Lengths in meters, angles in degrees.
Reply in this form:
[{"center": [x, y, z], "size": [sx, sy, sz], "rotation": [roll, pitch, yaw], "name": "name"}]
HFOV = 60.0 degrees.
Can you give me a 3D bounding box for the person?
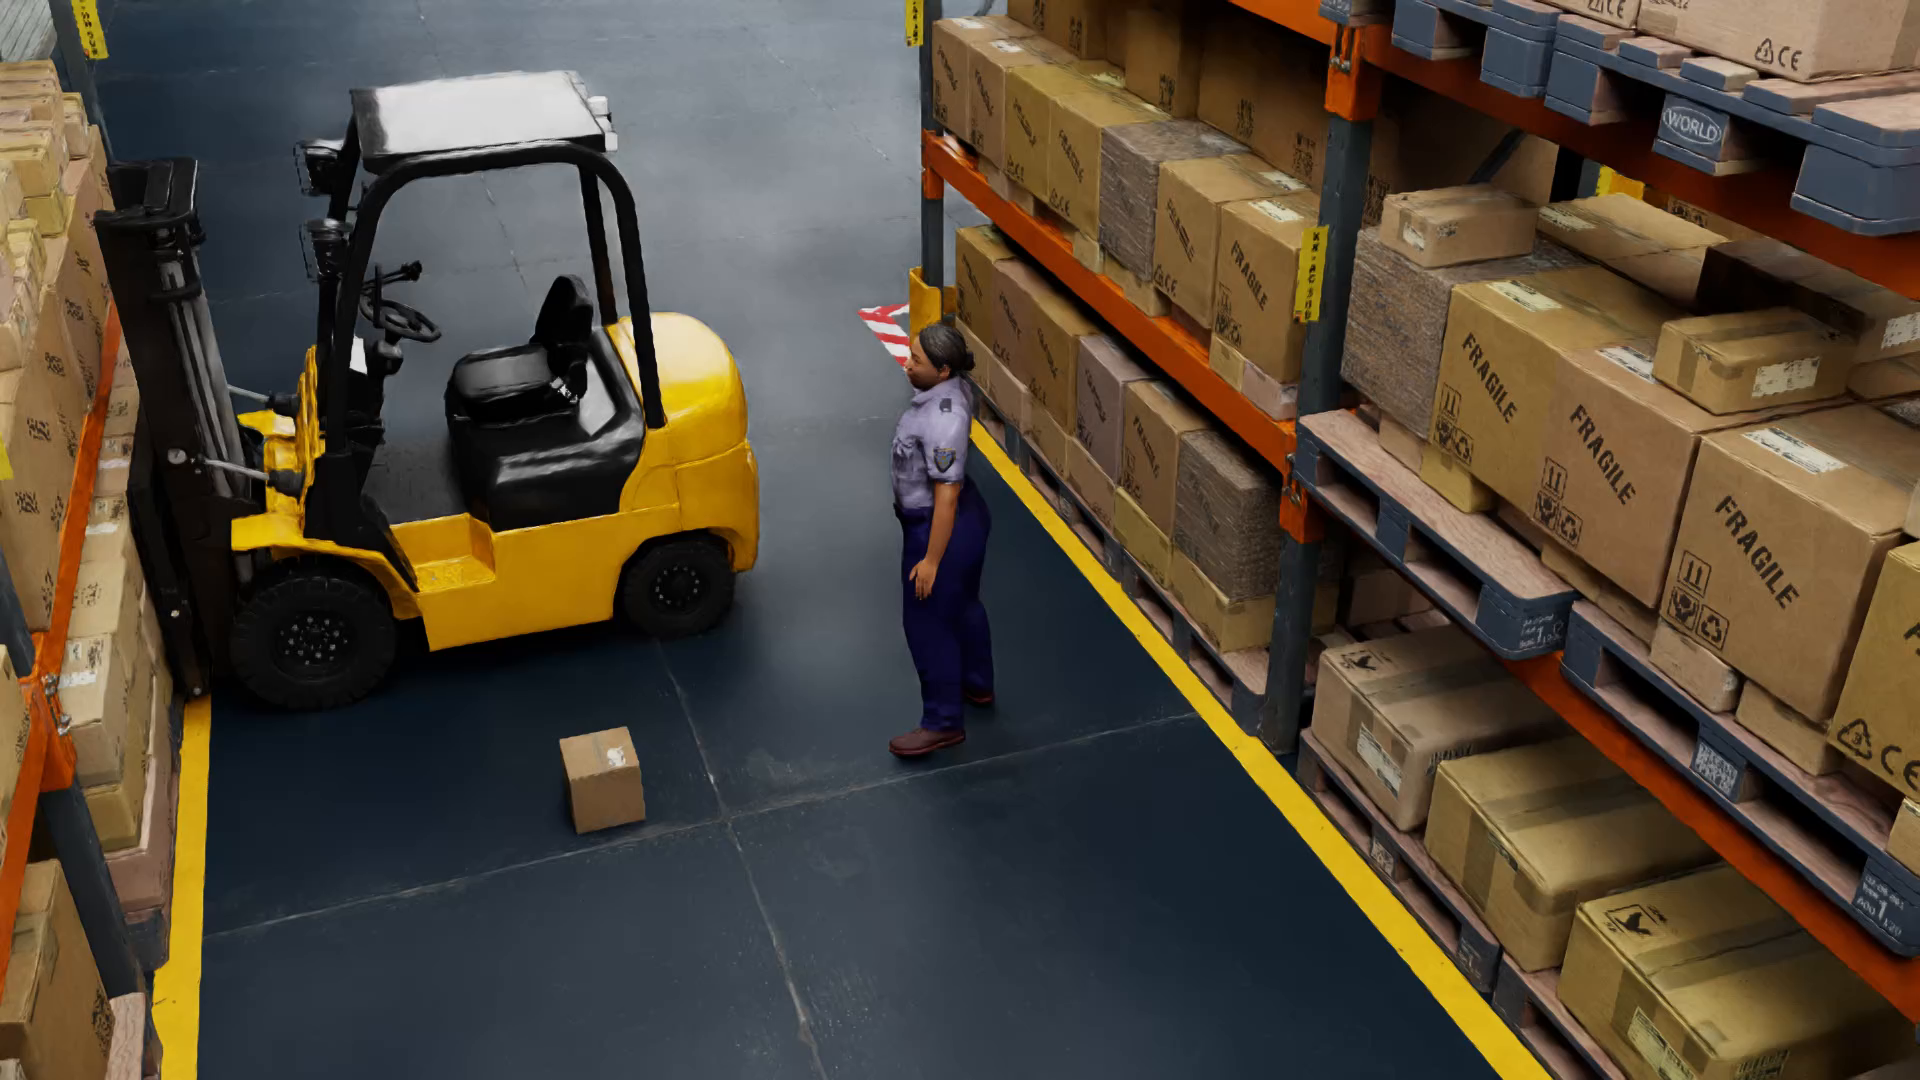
[{"center": [-0.061, -0.020, 6.147], "size": [0.376, 1.644, 0.600], "rotation": [4, 30, 6], "name": "person"}]
